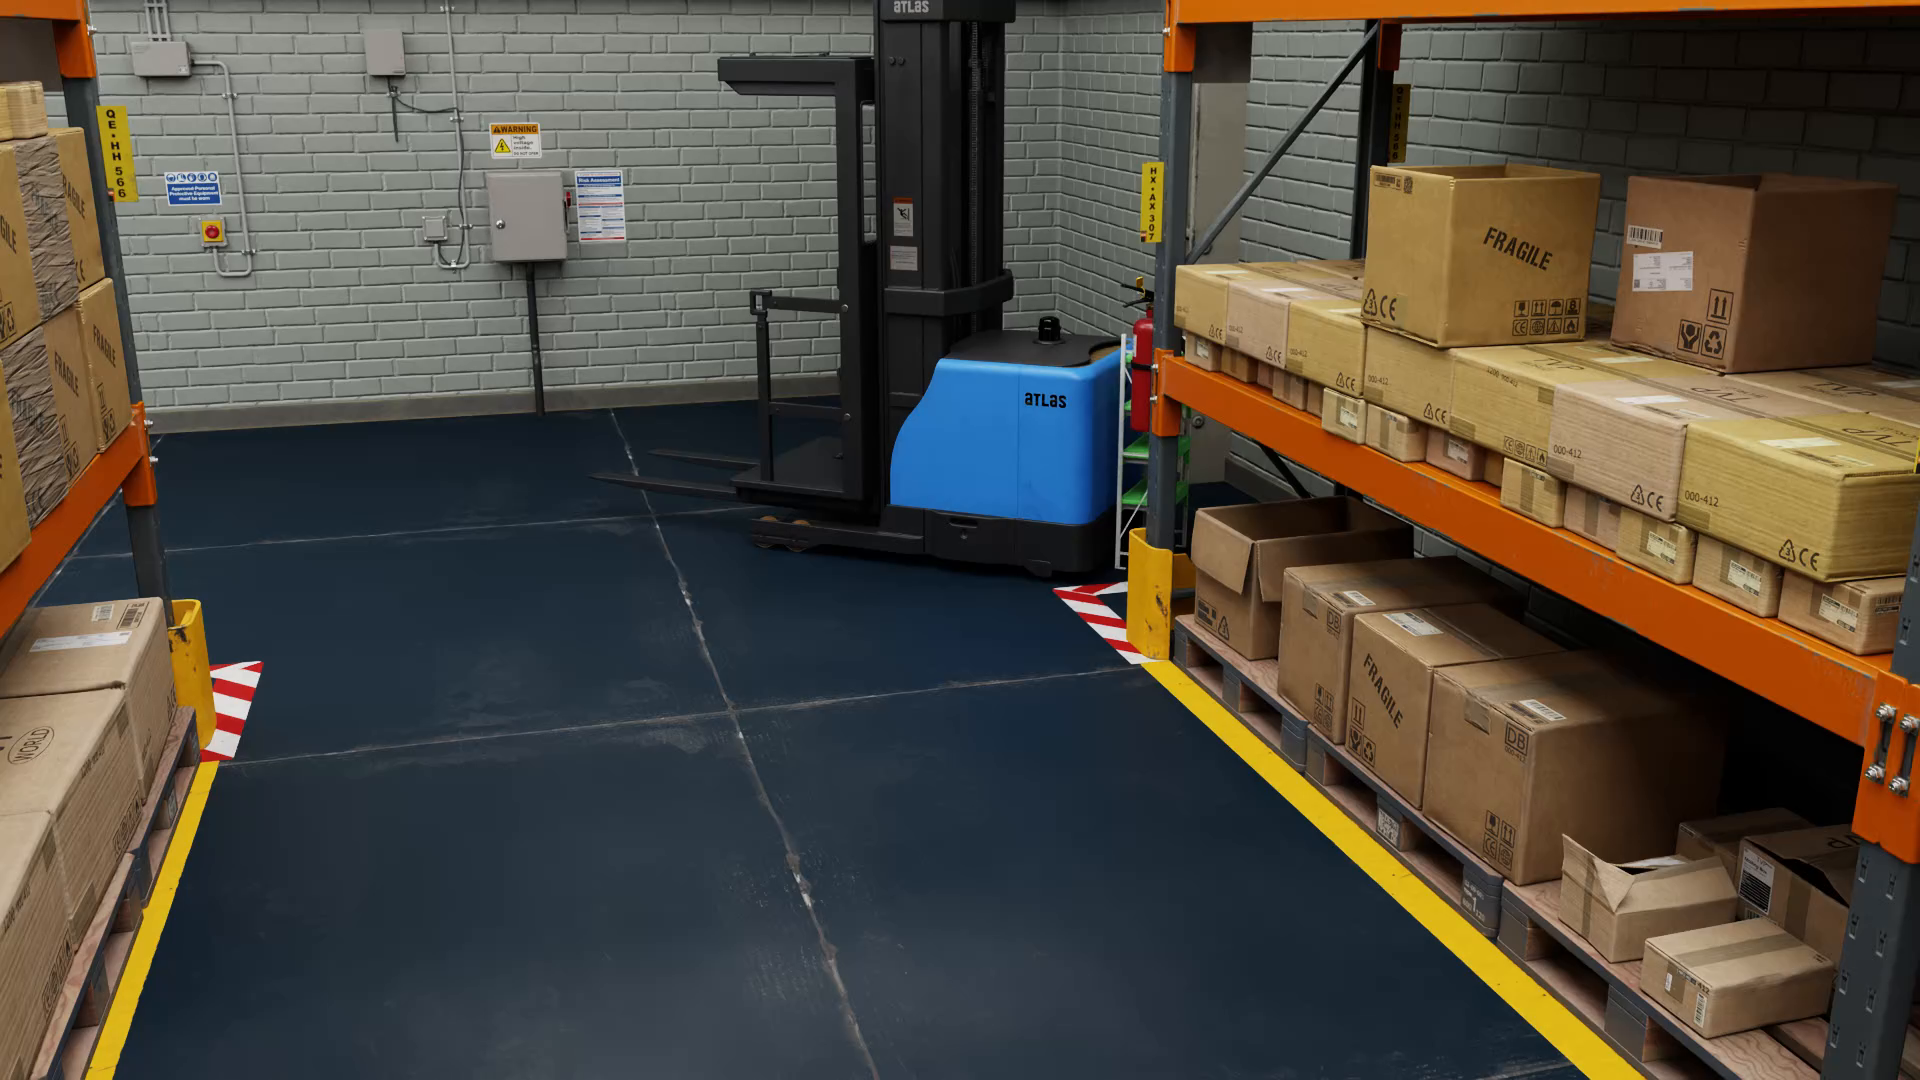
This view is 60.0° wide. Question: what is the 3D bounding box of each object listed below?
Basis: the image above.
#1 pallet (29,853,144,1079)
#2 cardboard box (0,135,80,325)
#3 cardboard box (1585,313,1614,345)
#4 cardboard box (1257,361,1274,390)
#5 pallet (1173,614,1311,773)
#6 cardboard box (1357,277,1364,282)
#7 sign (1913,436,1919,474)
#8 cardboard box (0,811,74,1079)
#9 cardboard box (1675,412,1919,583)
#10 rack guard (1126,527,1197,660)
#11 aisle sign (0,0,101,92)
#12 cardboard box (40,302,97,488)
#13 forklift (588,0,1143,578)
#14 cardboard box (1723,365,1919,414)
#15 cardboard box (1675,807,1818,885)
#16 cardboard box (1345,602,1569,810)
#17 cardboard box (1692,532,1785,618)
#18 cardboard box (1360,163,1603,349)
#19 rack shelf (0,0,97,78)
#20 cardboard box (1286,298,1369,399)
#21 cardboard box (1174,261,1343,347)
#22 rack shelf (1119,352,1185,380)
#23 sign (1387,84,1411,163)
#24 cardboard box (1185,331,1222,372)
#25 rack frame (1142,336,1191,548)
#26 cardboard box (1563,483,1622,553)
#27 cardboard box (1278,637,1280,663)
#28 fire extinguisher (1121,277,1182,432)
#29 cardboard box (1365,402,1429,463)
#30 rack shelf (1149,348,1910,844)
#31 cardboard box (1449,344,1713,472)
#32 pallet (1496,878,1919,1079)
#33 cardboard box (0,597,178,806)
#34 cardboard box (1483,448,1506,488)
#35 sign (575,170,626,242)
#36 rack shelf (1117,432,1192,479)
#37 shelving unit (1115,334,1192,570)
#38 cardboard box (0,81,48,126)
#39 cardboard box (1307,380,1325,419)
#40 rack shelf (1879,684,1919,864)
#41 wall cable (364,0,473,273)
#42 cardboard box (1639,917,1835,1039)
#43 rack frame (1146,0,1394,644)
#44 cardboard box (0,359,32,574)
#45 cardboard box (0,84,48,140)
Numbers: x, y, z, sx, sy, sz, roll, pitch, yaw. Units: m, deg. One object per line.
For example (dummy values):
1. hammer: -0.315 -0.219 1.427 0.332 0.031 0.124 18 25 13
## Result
1. pallet: -2.825 1.256 4.405 1.003 0.211 1.213 -5 17 -15
2. cardboard box: -2.919 -0.902 4.828 0.500 0.500 0.500 -5 17 -15
3. cardboard box: 2.117 -0.565 5.362 0.500 0.250 0.500 -5 17 -15
4. cardboard box: 1.366 -0.656 6.357 0.380 0.149 0.250 -5 17 -16
5. pallet: 1.560 0.552 6.748 1.003 0.211 1.213 -5 17 -15
6. cardboard box: 1.842 -0.847 6.300 0.500 0.250 0.500 -5 17 -15
7. sign: 1.899 -0.288 3.193 0.100 0.325 0.005 -5 17 -15
8. cardboard box: -2.669 1.071 3.896 0.875 0.438 0.875 -5 17 -17
9. cardboard box: 2.044 -0.111 3.851 0.500 0.250 0.500 -4 17 -14
10. rack guard: 1.340 0.193 7.440 1.175 0.500 0.348 -5 17 -15
11. aisle sign: -3.174 -1.921 5.615 0.394 0.787 0.004 -5 17 -15
12. cardboard box: -2.941 -0.427 4.986 0.500 0.500 0.500 -5 17 -16
13. forklift: -0.577 -1.473 8.760 3.031 2.935 1.130 7 18 22
14. cardboard box: 2.398 -0.286 4.433 0.500 0.250 0.500 -5 17 -16
15. cardboard box: 2.345 0.924 4.887 0.380 0.149 0.250 -5 17 -16
16. cardboard box: 1.643 0.541 5.551 0.500 0.500 0.500 -4 17 -14
17. cardboard box: 1.996 0.063 3.965 0.380 0.149 0.250 -4 17 -14
18. cardboard box: 1.598 -0.893 5.152 0.500 0.500 0.500 -4 17 -14
19. rack shelf: -2.902 -1.170 3.671 1.077 0.370 4.000 -5 17 -15
20. cardboard box: 1.466 -0.670 5.711 0.500 0.250 0.500 -5 17 -16
21. cardboard box: 1.185 -0.949 6.641 0.500 0.250 0.500 -5 17 -15
22. rack shelf: 0.995 -0.882 8.356 0.258 0.148 0.480 7 18 21
23. sign: 1.859 -1.769 7.066 0.100 0.325 0.005 -5 17 -15
24. cardboard box: 1.146 -0.792 6.812 0.380 0.149 0.250 -5 17 -16
25. rack frame: 1.087 -0.549 8.693 0.240 1.200 0.015 7 18 21
26. cardboard box: 1.855 -0.082 4.446 0.380 0.149 0.250 -4 17 -14
27. cardboard box: 1.476 0.436 6.511 0.380 0.149 0.250 -5 18 -17
28. fire extinguisher: 0.835 -0.814 7.229 0.296 0.674 0.183 -5 17 -15
29. cardboard box: 1.544 -0.361 5.375 0.380 0.149 0.250 -4 17 -14
30. rack shelf: 1.869 -0.127 5.412 1.077 0.370 4.000 -5 17 -15
31. cardboard box: 1.768 -0.387 4.771 0.500 0.250 0.500 -5 17 -16
32. pallet: 2.231 1.227 4.501 1.003 0.211 1.213 -5 17 -15
33. cardboard box: -3.174 0.569 5.567 0.875 0.438 0.875 -5 18 -17
34. cardboard box: 1.795 -0.230 4.941 0.380 0.149 0.250 -4 17 -14
35. sign: -2.546 -2.366 11.780 0.329 0.494 0.001 -5 17 -15
36. rack shelf: 0.995 -0.422 8.494 0.258 0.148 0.480 7 18 21
37. shelving unit: 0.995 -0.483 8.476 0.258 1.200 0.503 7 18 21
38. cardboard box: -3.161 -1.386 5.311 0.380 0.149 0.250 -4 17 -15
39. cardboard box: 1.455 -0.508 5.865 0.380 0.149 0.250 -4 17 -14
40. rack shelf: 2.968 0.979 1.729 1.077 0.370 4.000 -5 17 -15
41. wall cable: -3.664 -2.791 11.265 0.588 1.984 0.122 -5 17 -15
42. cardboard box: 1.983 1.115 4.253 0.380 0.149 0.250 -5 18 -17
43. rack frame: 1.320 -1.025 7.151 1.000 3.000 0.127 -5 17 -15
44. cardboard box: -2.636 -0.144 4.042 0.500 0.500 0.500 -4 17 -14
45. cardboard box: -2.916 -1.253 4.868 0.380 0.149 0.250 -5 17 -16
